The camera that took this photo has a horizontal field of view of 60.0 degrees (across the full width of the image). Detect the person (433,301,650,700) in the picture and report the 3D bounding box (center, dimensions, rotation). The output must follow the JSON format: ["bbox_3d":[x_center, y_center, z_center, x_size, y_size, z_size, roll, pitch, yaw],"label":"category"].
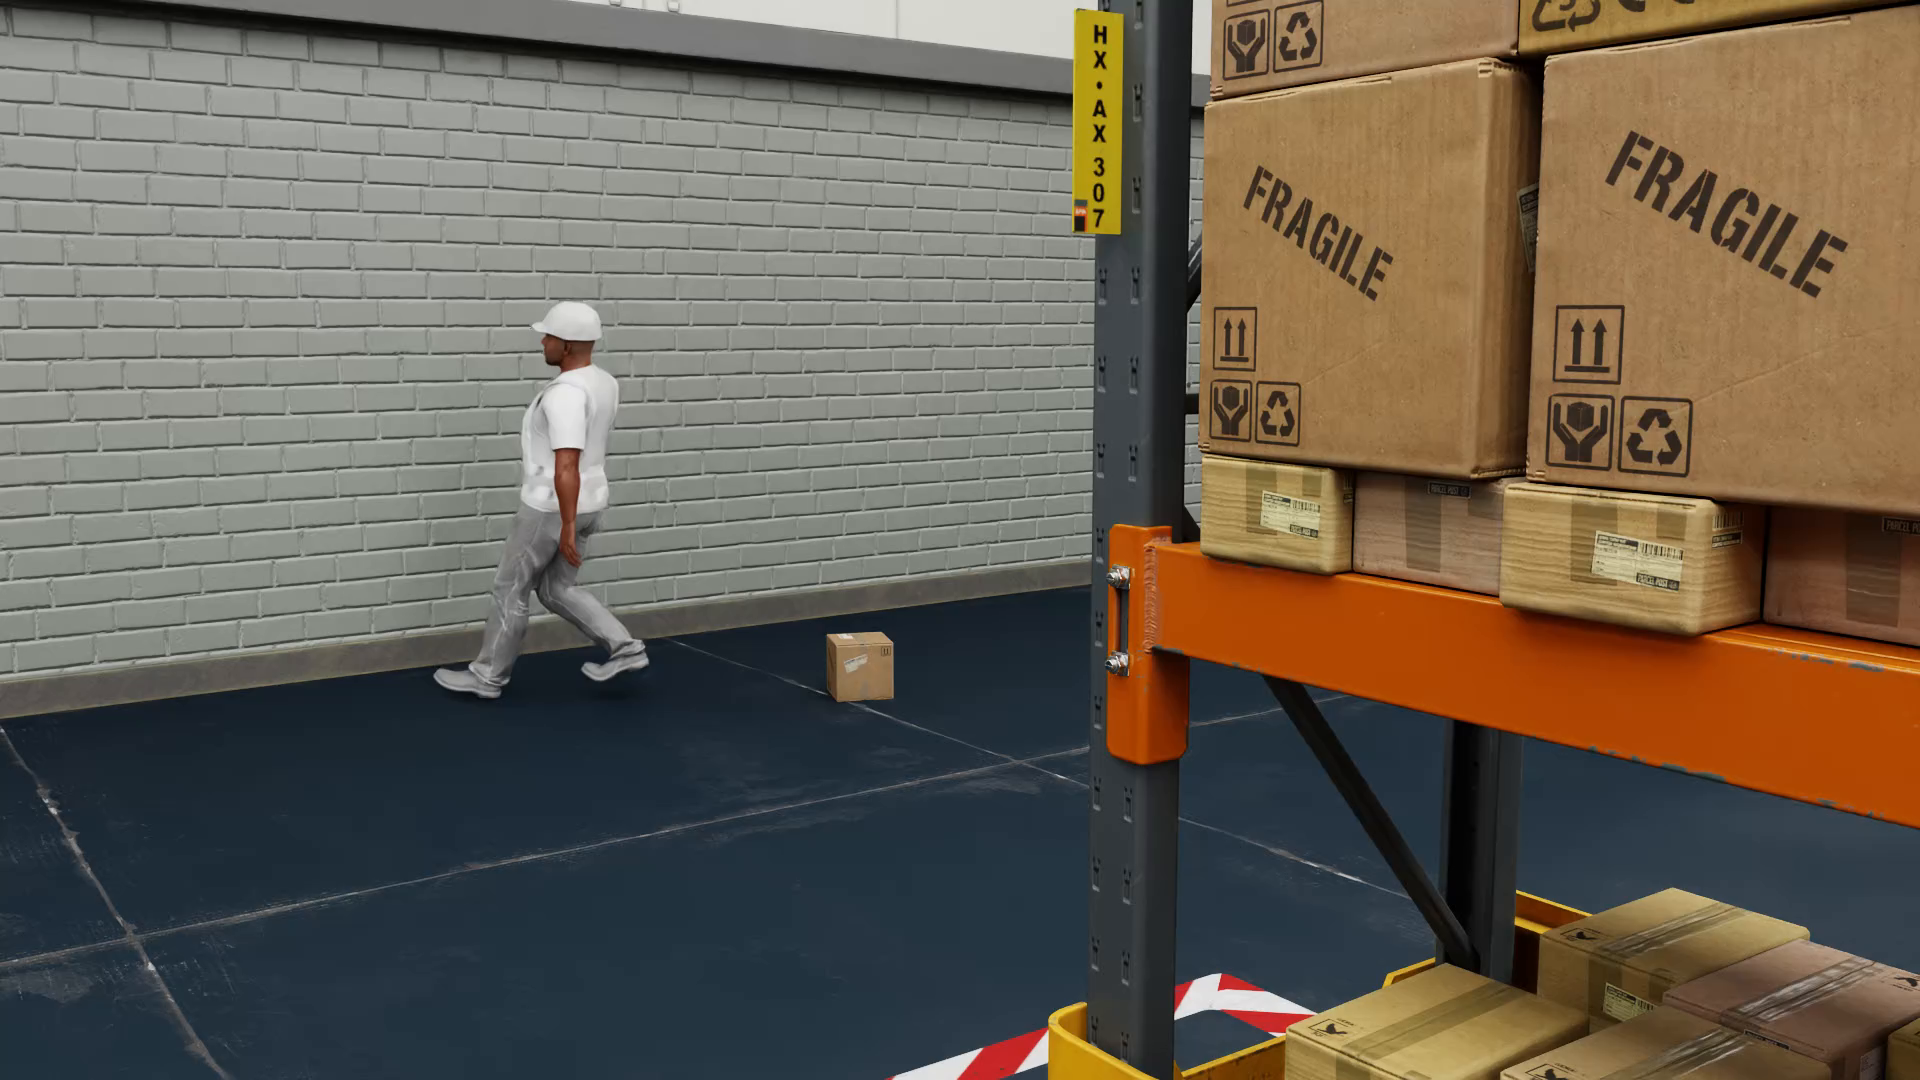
[{"bbox_3d":[-1.817,-0.158,7.124,0.933,1.696,0.622,1,8,10],"label":"person"}]
